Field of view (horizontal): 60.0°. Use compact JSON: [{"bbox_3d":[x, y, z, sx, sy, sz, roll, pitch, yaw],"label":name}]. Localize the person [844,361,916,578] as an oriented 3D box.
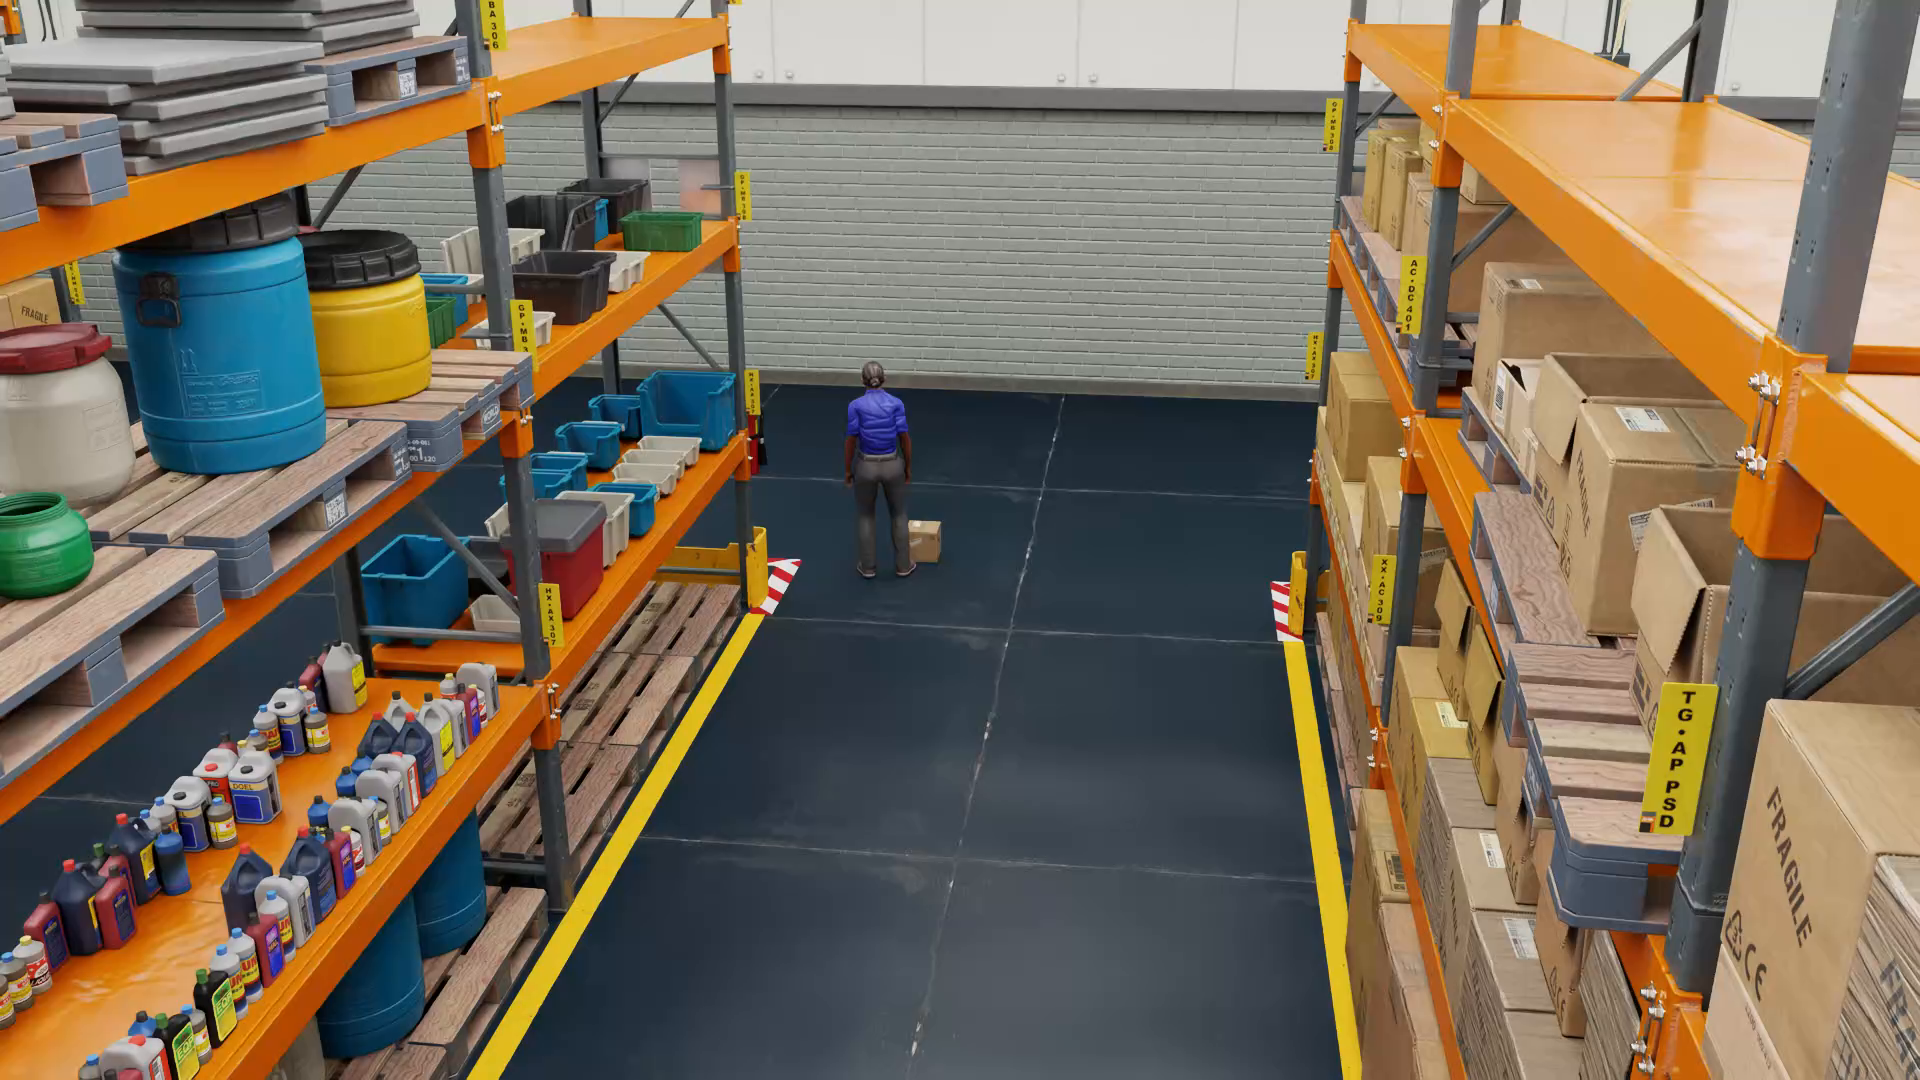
[{"bbox_3d":[-0.596,-0.520,12.424,0.533,1.655,0.349,-2,21,-6],"label":"person"}]
